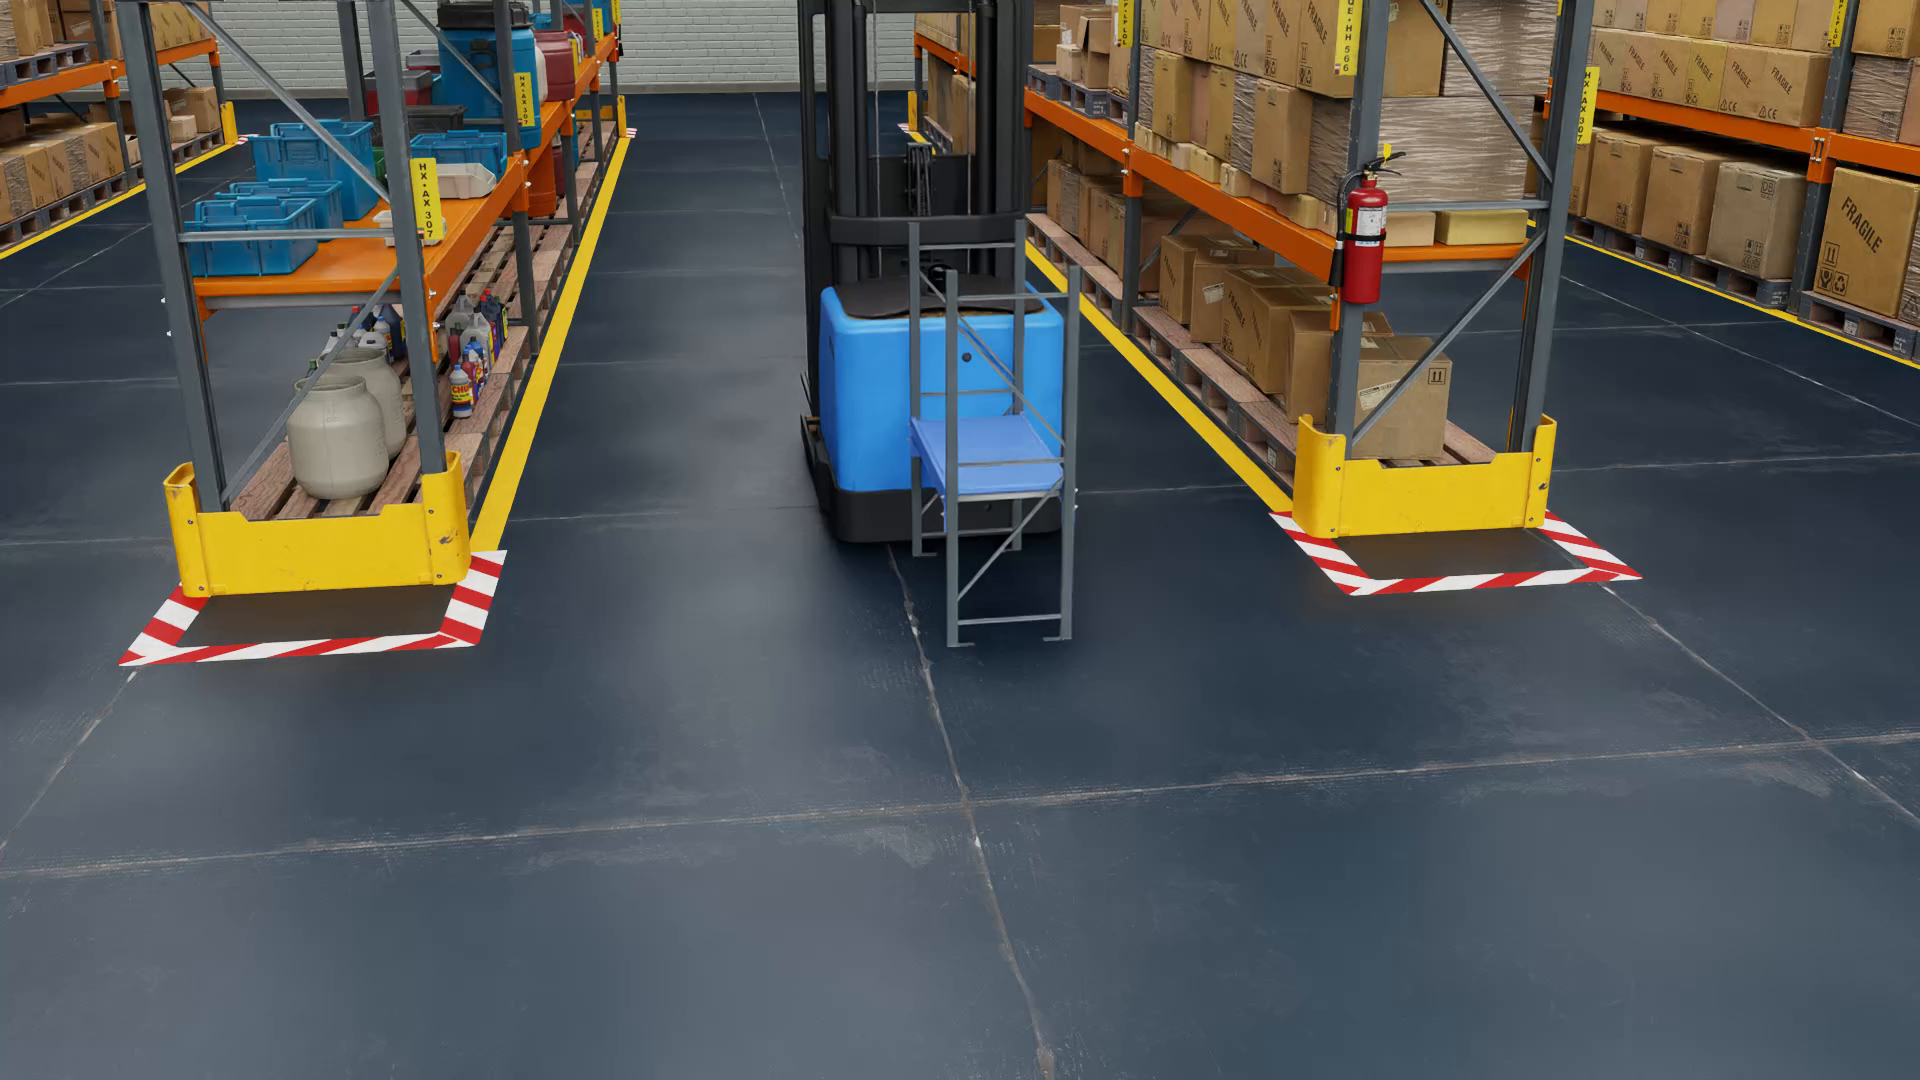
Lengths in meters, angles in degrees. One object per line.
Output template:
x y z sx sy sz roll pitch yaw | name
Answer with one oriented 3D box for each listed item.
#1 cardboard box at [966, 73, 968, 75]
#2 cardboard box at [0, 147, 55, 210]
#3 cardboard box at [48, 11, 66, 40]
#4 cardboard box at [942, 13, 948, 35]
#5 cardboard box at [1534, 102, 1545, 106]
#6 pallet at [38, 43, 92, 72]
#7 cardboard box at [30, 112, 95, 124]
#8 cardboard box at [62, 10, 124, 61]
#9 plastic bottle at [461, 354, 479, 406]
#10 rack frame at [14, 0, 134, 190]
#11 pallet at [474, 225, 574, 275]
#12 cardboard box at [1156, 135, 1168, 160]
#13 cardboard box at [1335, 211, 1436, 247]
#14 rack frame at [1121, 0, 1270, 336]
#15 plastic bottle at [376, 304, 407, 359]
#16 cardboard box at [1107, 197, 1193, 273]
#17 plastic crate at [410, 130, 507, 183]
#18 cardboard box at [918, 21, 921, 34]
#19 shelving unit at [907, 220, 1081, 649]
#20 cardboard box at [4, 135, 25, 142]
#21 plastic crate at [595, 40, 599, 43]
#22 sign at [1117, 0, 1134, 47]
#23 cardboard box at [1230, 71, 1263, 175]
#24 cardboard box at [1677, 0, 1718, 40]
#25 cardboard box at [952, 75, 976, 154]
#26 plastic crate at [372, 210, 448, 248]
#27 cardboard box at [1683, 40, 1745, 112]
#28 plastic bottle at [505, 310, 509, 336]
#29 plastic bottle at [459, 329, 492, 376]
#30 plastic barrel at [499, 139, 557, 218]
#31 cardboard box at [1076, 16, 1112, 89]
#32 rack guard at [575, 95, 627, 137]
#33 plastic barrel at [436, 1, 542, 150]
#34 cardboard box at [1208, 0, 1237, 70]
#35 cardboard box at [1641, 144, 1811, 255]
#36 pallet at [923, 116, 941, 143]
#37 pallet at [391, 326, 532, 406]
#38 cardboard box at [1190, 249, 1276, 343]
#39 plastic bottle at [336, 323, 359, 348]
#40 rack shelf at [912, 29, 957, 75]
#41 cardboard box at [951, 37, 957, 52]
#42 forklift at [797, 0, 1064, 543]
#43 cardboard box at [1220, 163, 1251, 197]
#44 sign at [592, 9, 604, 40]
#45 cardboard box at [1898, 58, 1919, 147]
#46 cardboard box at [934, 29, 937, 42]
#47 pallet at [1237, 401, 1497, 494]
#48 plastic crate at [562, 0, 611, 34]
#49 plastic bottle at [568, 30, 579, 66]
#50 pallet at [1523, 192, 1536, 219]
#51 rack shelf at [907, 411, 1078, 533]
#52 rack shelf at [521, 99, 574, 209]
0.455 -5.061 19.417 0.875 0.875 0.875 -3 21 -8 | cardboard box
-8.687 -3.306 15.225 0.500 0.500 0.500 -3 21 -8 | cardboard box
-9.659 -5.336 17.573 0.500 0.500 0.500 -3 21 -7 | cardboard box
0.070 -6.015 19.324 0.500 0.250 0.500 -2 21 -6 | cardboard box
6.037 -4.261 16.739 0.500 0.250 0.500 -3 21 -8 | cardboard box
-9.325 -4.757 16.440 1.003 0.211 1.213 -3 21 -8 | pallet
-9.696 -4.347 18.012 0.500 0.500 0.500 -3 21 -8 | cardboard box
-9.137 -5.366 17.654 0.500 0.500 0.500 -2 21 -6 | cardboard box
-2.668 -0.879 9.037 0.061 0.283 0.133 -3 21 -7 | plastic bottle
-9.333 -5.129 17.162 1.000 3.000 0.127 -3 21 -8 | rack frame
-3.781 -2.416 13.884 1.003 0.211 1.213 -3 21 -8 | pallet
1.444 -2.478 10.423 0.380 0.149 0.250 -3 21 -8 | cardboard box
1.955 -1.443 7.652 0.380 0.149 0.250 -3 21 -8 | cardboard box
1.624 -2.858 11.080 1.000 3.000 0.127 -3 21 -8 | rack frame
-3.429 -1.280 10.013 0.144 0.351 0.185 -3 21 -8 | plastic bottle
1.507 -2.272 12.457 0.700 0.500 0.500 -3 21 -8 | cardboard box
-2.849 -2.169 9.448 0.499 0.251 0.616 -3 21 -8 | plastic crate
-0.343 -6.666 21.637 0.380 0.149 0.250 -3 21 -9 | cardboard box
0.113 -0.468 6.825 0.538 1.500 1.048 -3 21 -9 | shelving unit
-9.352 -3.627 16.084 0.500 0.500 0.500 -3 21 -7 | cardboard box
-4.457 -6.014 19.685 0.416 0.233 0.300 -3 21 -8 | plastic crate
1.075 -3.371 10.799 0.100 0.325 0.005 -3 21 -8 | sign
1.928 -2.193 8.733 0.875 0.500 0.500 -3 21 -8 | cardboard box
6.249 -4.288 13.337 0.700 0.500 0.500 -3 21 -8 | cardboard box
0.583 -4.608 18.204 1.225 0.875 0.875 -3 21 -8 | cardboard box
-2.511 -1.425 7.622 0.298 0.136 0.250 -3 21 -8 | plastic crate
6.061 -3.637 13.023 0.500 0.500 0.500 -3 21 -7 | cardboard box
-2.917 -1.393 10.530 0.097 0.201 0.097 0 20 0 | plastic bottle
-2.806 -1.095 9.624 0.152 0.276 0.135 -3 21 -7 | plastic bottle
-3.941 -3.341 14.877 0.600 0.830 0.708 -3 21 -8 | plastic barrel
1.283 -3.698 12.583 0.797 0.503 0.637 -1 20 -2 | cardboard box
-5.023 -5.599 21.993 1.175 0.500 0.348 -3 21 -8 | rack guard
-3.033 -2.992 10.723 0.600 0.901 0.708 -3 21 -8 | plastic barrel
1.665 -2.825 8.995 0.500 0.500 0.500 -3 21 -8 | cardboard box
6.233 -2.760 13.434 1.050 0.750 0.750 -3 21 -8 | cardboard box
0.087 -5.433 21.961 1.003 0.211 1.213 -3 21 -8 | pallet
-3.222 -1.067 10.271 1.003 0.211 1.213 -3 21 -8 | pallet
1.732 -1.545 10.538 0.500 0.500 0.500 4 21 9 | cardboard box
-3.483 -1.060 9.424 0.144 0.351 0.185 -3 21 -8 | plastic bottle
0.182 -5.983 20.476 1.077 0.370 4.000 -3 21 -8 | rack shelf
0.103 -5.599 18.779 0.380 0.149 0.250 -3 21 -7 | cardboard box
-0.270 -1.839 8.452 1.130 2.935 3.031 -3 21 -9 | forklift
1.635 -1.957 9.029 0.380 0.149 0.250 -3 21 -8 | cardboard box
-3.886 -5.534 17.851 0.100 0.325 0.005 -3 21 -8 | sign
6.713 -2.827 10.783 0.875 0.550 0.550 -3 21 -8 | cardboard box
-0.119 -6.132 20.206 0.380 0.149 0.250 -3 21 -7 | cardboard box
2.107 -0.476 8.688 1.003 0.211 1.213 -3 21 -8 | pallet
-4.774 -6.701 21.233 0.616 0.435 0.499 -3 21 -8 | plastic crate
-3.948 -4.989 16.857 0.144 0.351 0.185 -3 21 -8 | plastic bottle
5.859 -3.422 16.577 1.003 0.211 1.213 -3 21 -8 | pallet
0.113 -0.299 6.887 0.538 0.185 1.000 -3 21 -9 | rack shelf
-3.566 -2.963 12.391 1.077 0.370 4.000 -3 21 -8 | rack shelf
